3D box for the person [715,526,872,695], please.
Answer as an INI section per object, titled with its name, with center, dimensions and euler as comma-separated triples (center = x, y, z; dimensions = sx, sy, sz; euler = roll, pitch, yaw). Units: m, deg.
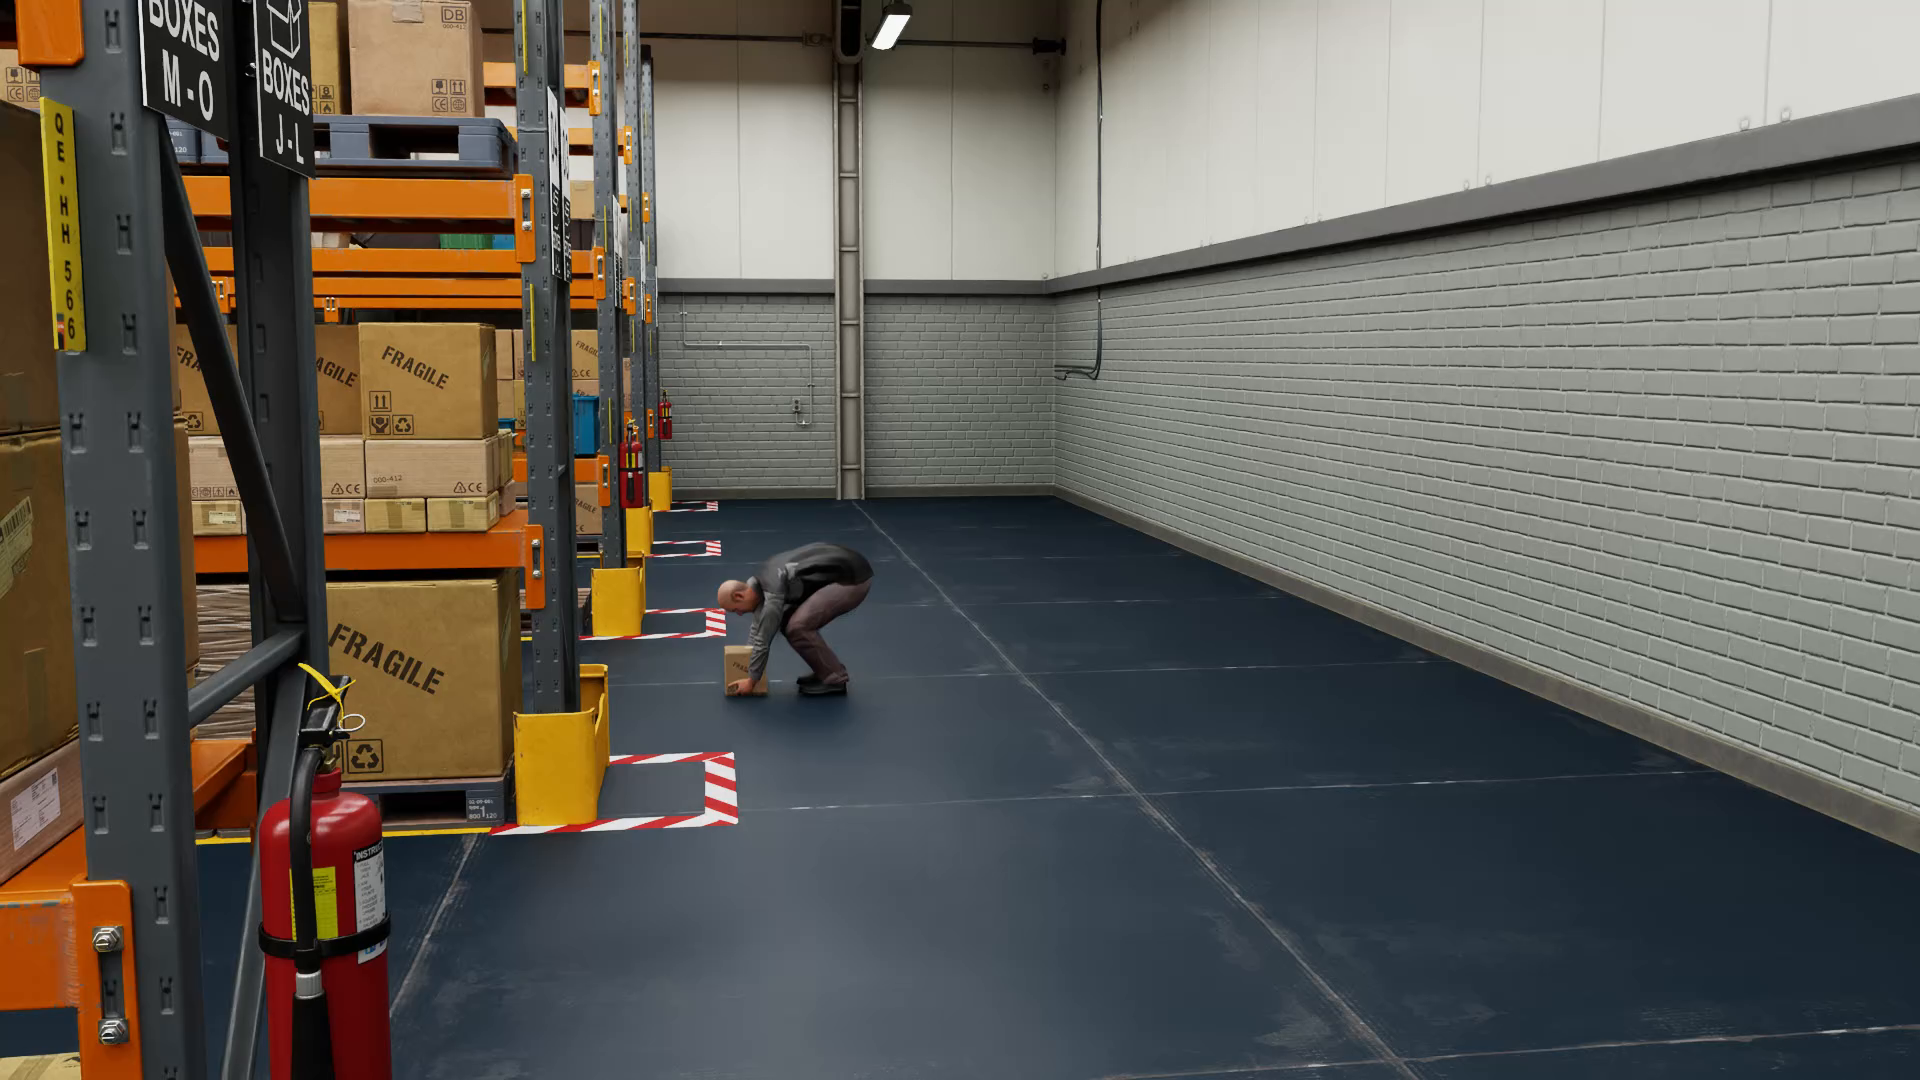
[person]
center = -1.021, 0.427, 10.191
dimensions = 0.948, 1.014, 0.503
euler = -1, 7, -12
